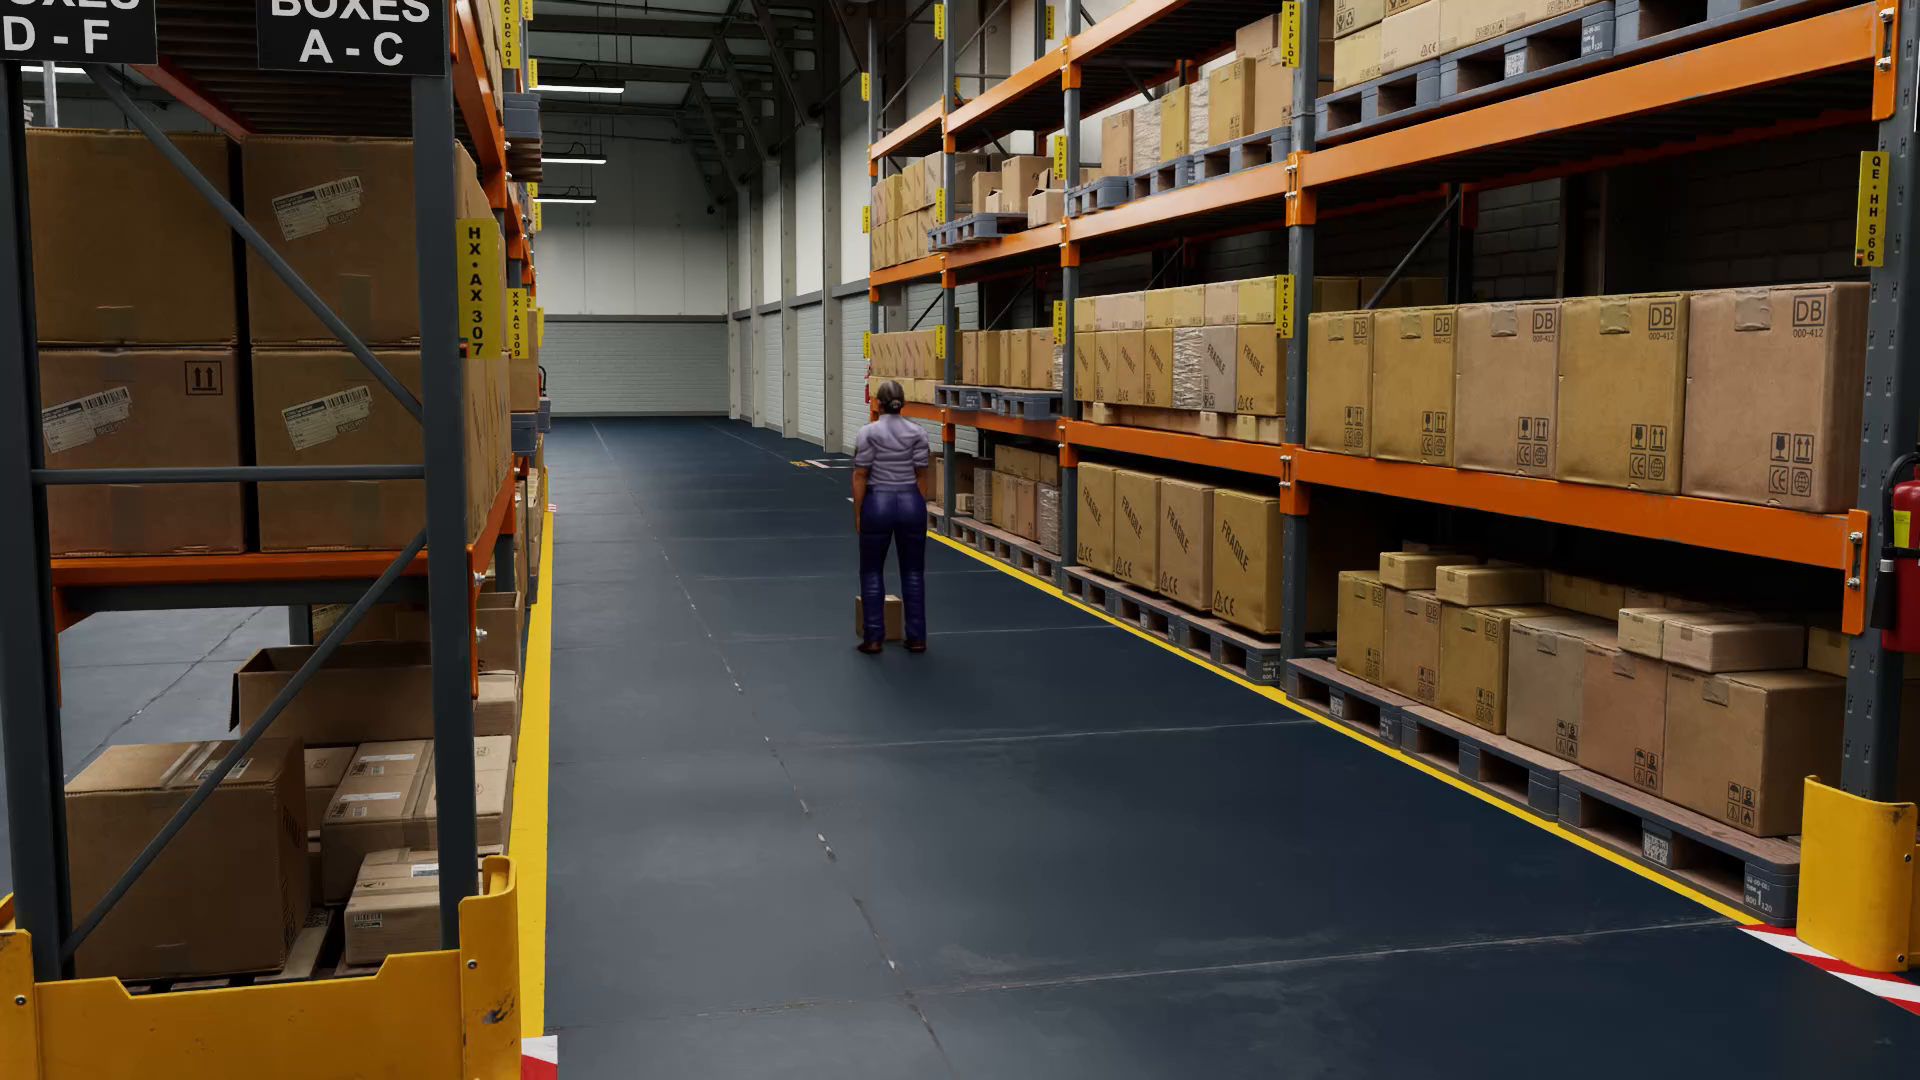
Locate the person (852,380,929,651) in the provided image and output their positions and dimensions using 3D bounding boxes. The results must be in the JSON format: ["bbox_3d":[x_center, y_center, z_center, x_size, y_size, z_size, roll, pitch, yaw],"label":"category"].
[{"bbox_3d":[-0.424,-0.137,10.092,0.466,1.659,0.343,-1,6,-12],"label":"person"}]
